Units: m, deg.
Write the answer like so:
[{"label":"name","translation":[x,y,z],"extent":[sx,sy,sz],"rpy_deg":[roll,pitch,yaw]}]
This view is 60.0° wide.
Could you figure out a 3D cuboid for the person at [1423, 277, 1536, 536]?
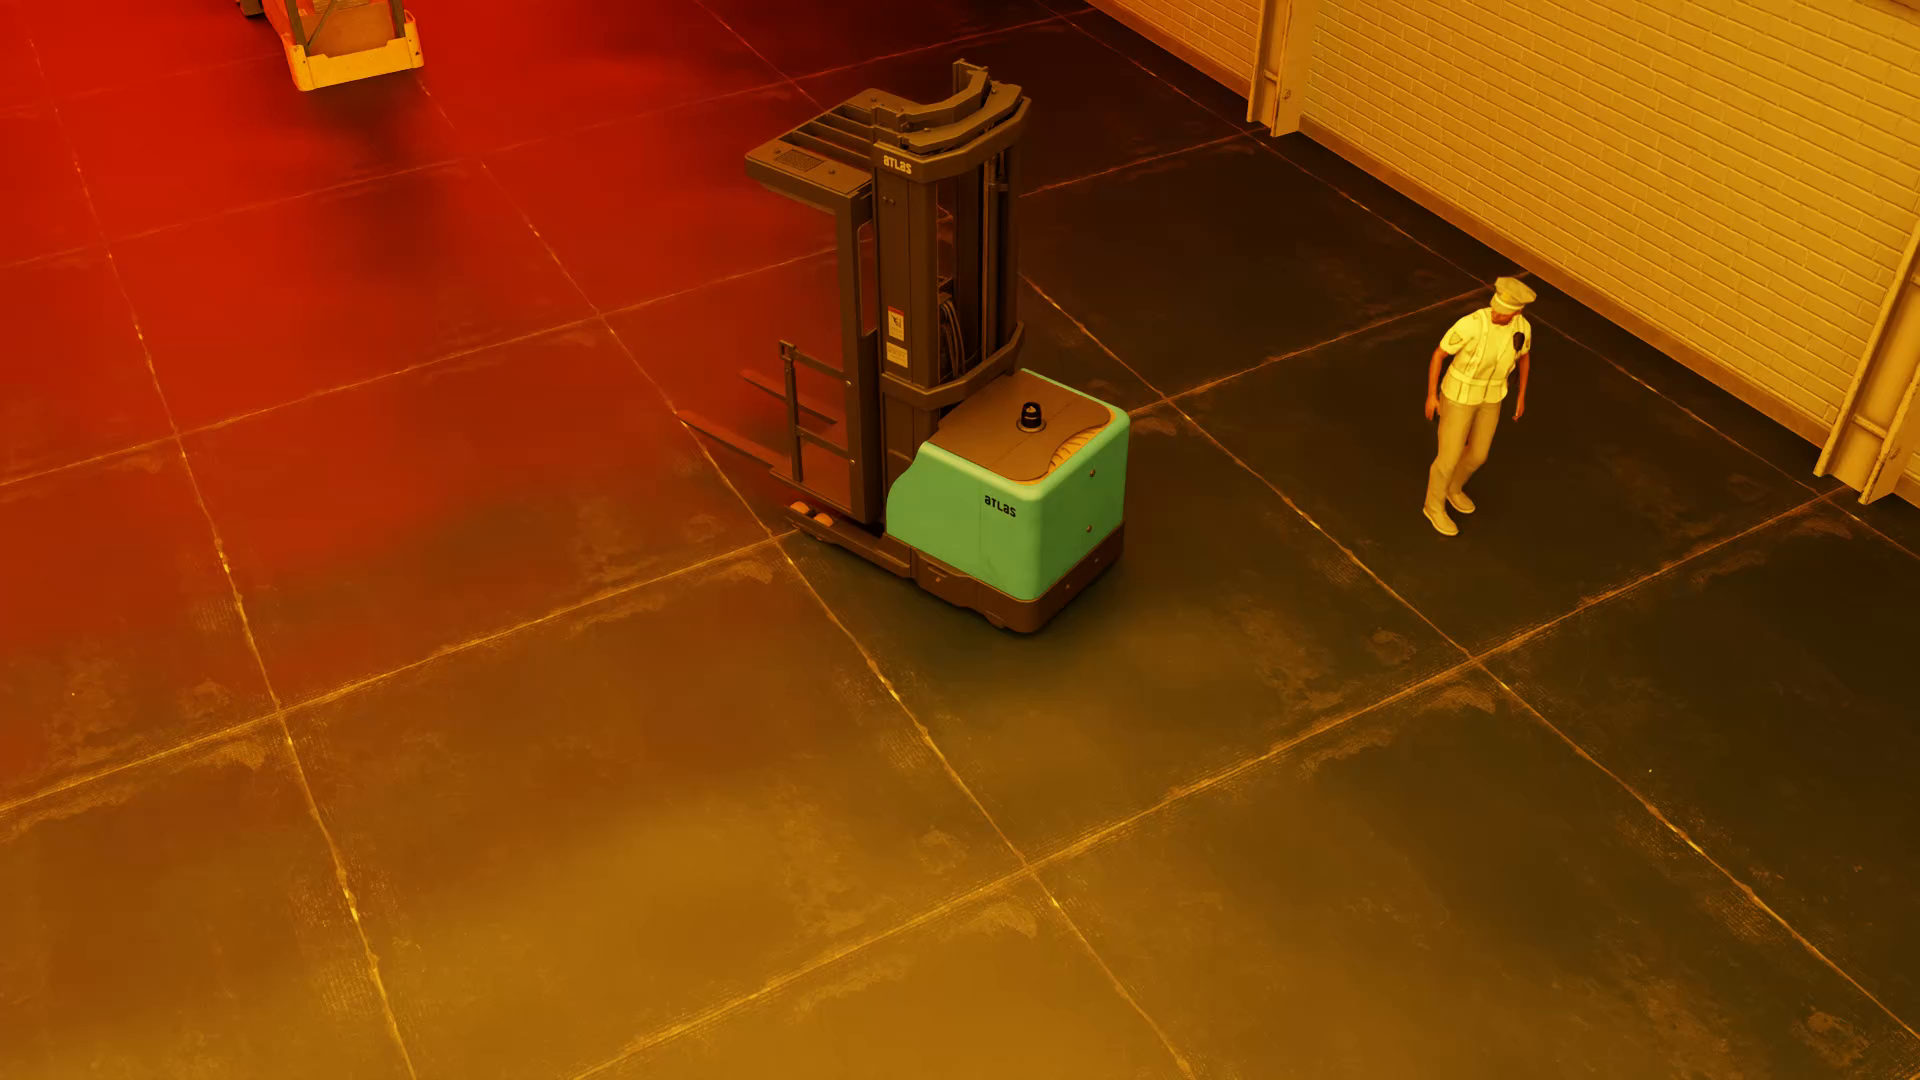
[{"label":"person","translation":[3.130,-0.817,10.024],"extent":[0.657,1.656,0.470],"rpy_deg":[-10,41,-12]}]

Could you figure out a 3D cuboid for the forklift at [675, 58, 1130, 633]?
[{"label":"forklift","translation":[-0.481,-1.366,9.683],"extent":[3.031,2.935,1.130],"rpy_deg":[26,46,28]}]
